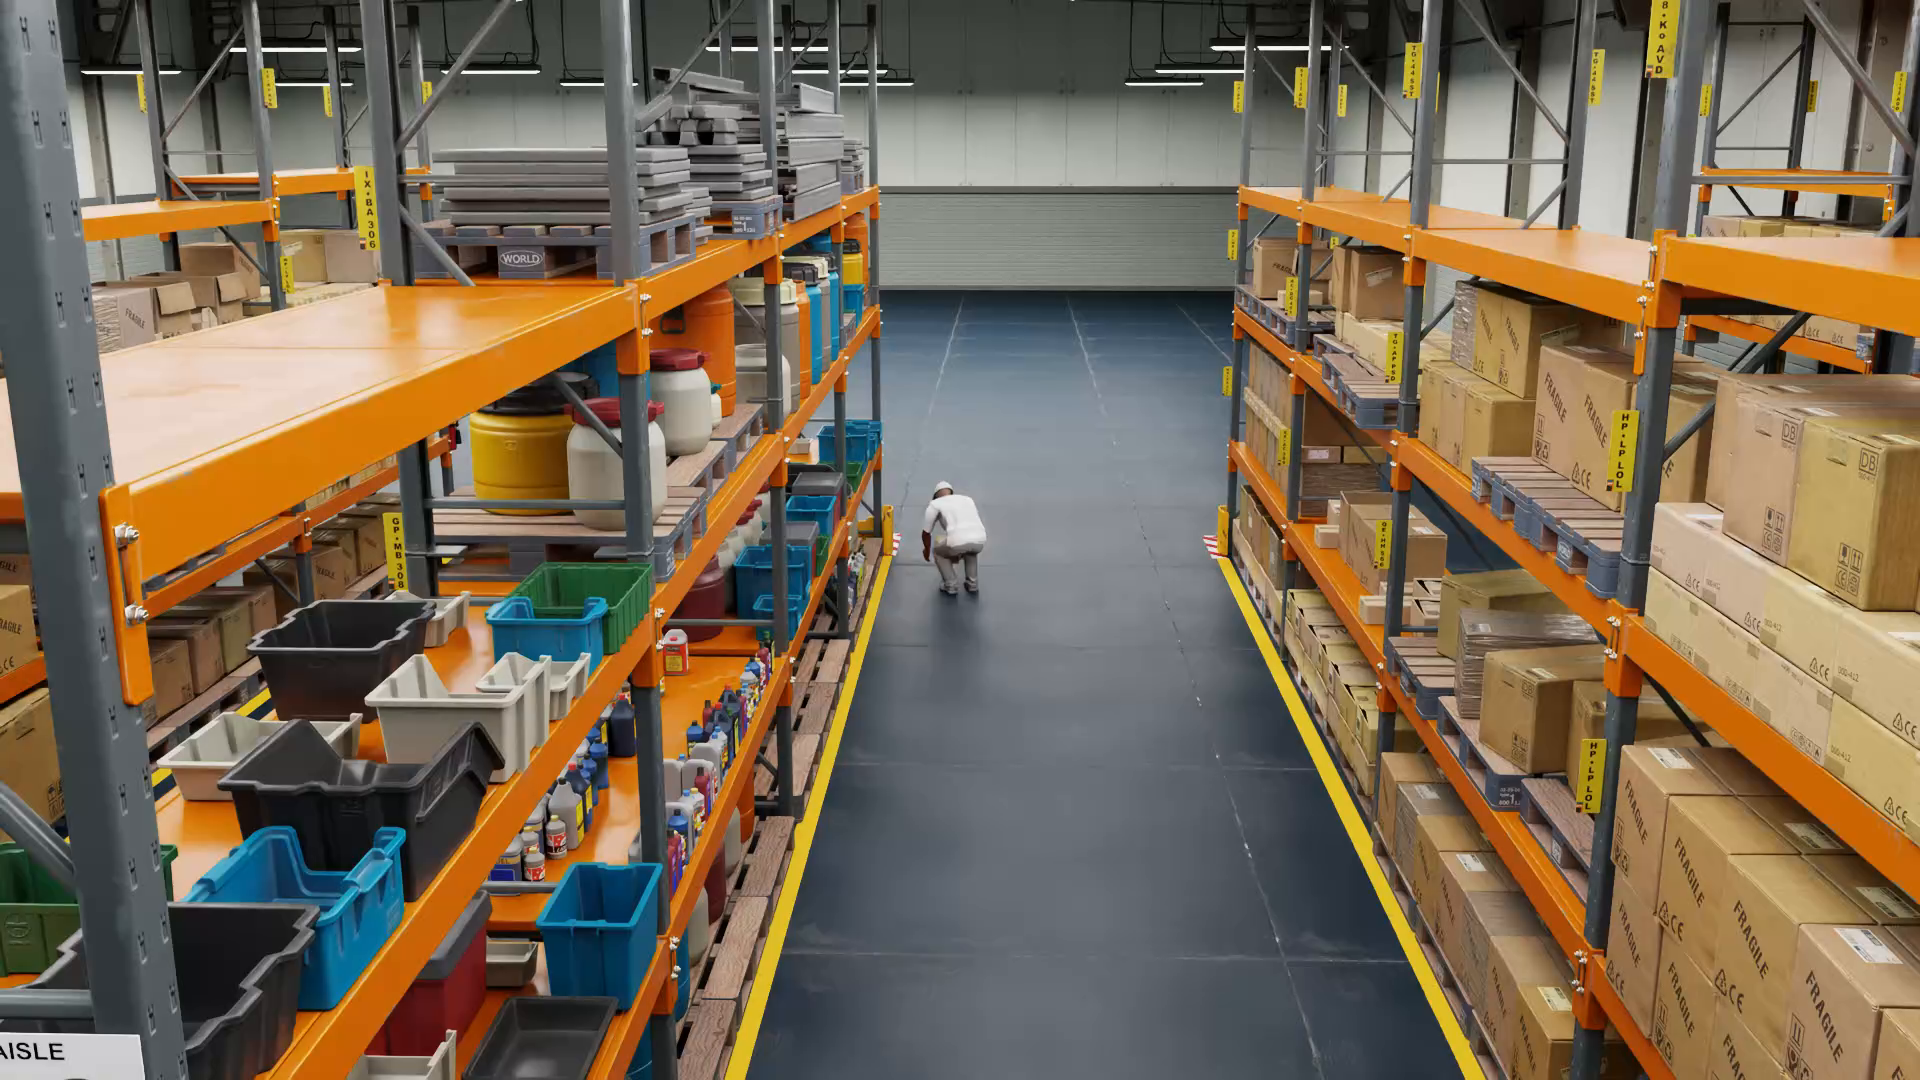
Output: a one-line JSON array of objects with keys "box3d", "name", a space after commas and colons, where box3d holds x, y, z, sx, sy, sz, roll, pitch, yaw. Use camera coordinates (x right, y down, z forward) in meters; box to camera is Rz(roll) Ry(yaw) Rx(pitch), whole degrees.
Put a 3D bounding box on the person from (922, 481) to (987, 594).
[{"box3d": [-0.066, -0.020, 17.451, 0.598, 1.091, 0.862, -4, 14, -17], "name": "person"}]
